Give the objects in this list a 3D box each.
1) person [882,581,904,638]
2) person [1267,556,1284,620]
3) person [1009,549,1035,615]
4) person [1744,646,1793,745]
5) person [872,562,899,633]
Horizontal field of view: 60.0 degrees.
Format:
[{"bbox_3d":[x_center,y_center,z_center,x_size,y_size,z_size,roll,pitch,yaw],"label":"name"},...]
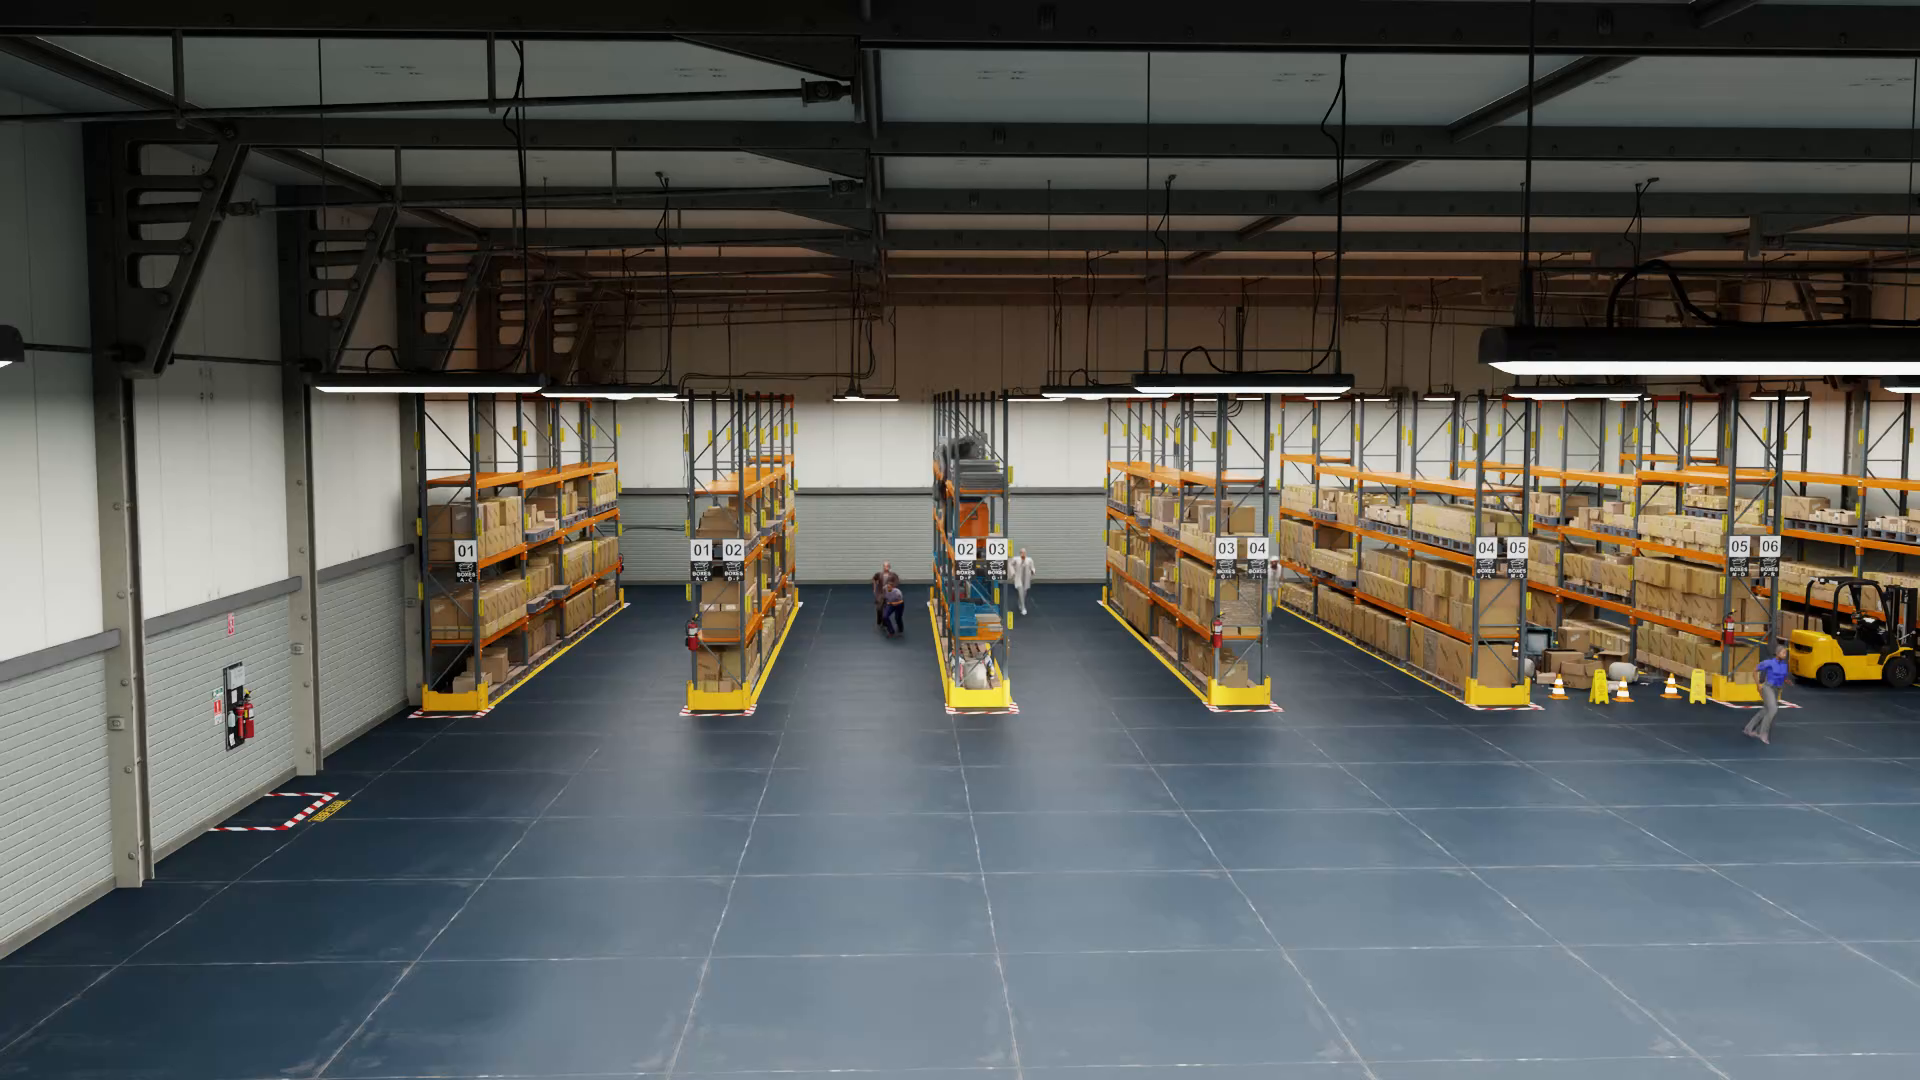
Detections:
[{"bbox_3d":[-1.575,1.696,41.006,0.610,1.419,1.098,2,5,23],"label":"person"},{"bbox_3d":[8.294,1.258,44.340,0.672,1.709,0.702,-1,5,-16],"label":"person"},{"bbox_3d":[1.706,1.114,45.726,0.671,1.784,1.044,-1,5,-13],"label":"person"},{"bbox_3d":[13.729,2.611,28.233,0.709,1.613,0.763,-2,5,-27],"label":"person"},{"bbox_3d":[-1.876,1.436,41.834,0.706,1.772,0.685,0,5,2],"label":"person"}]
